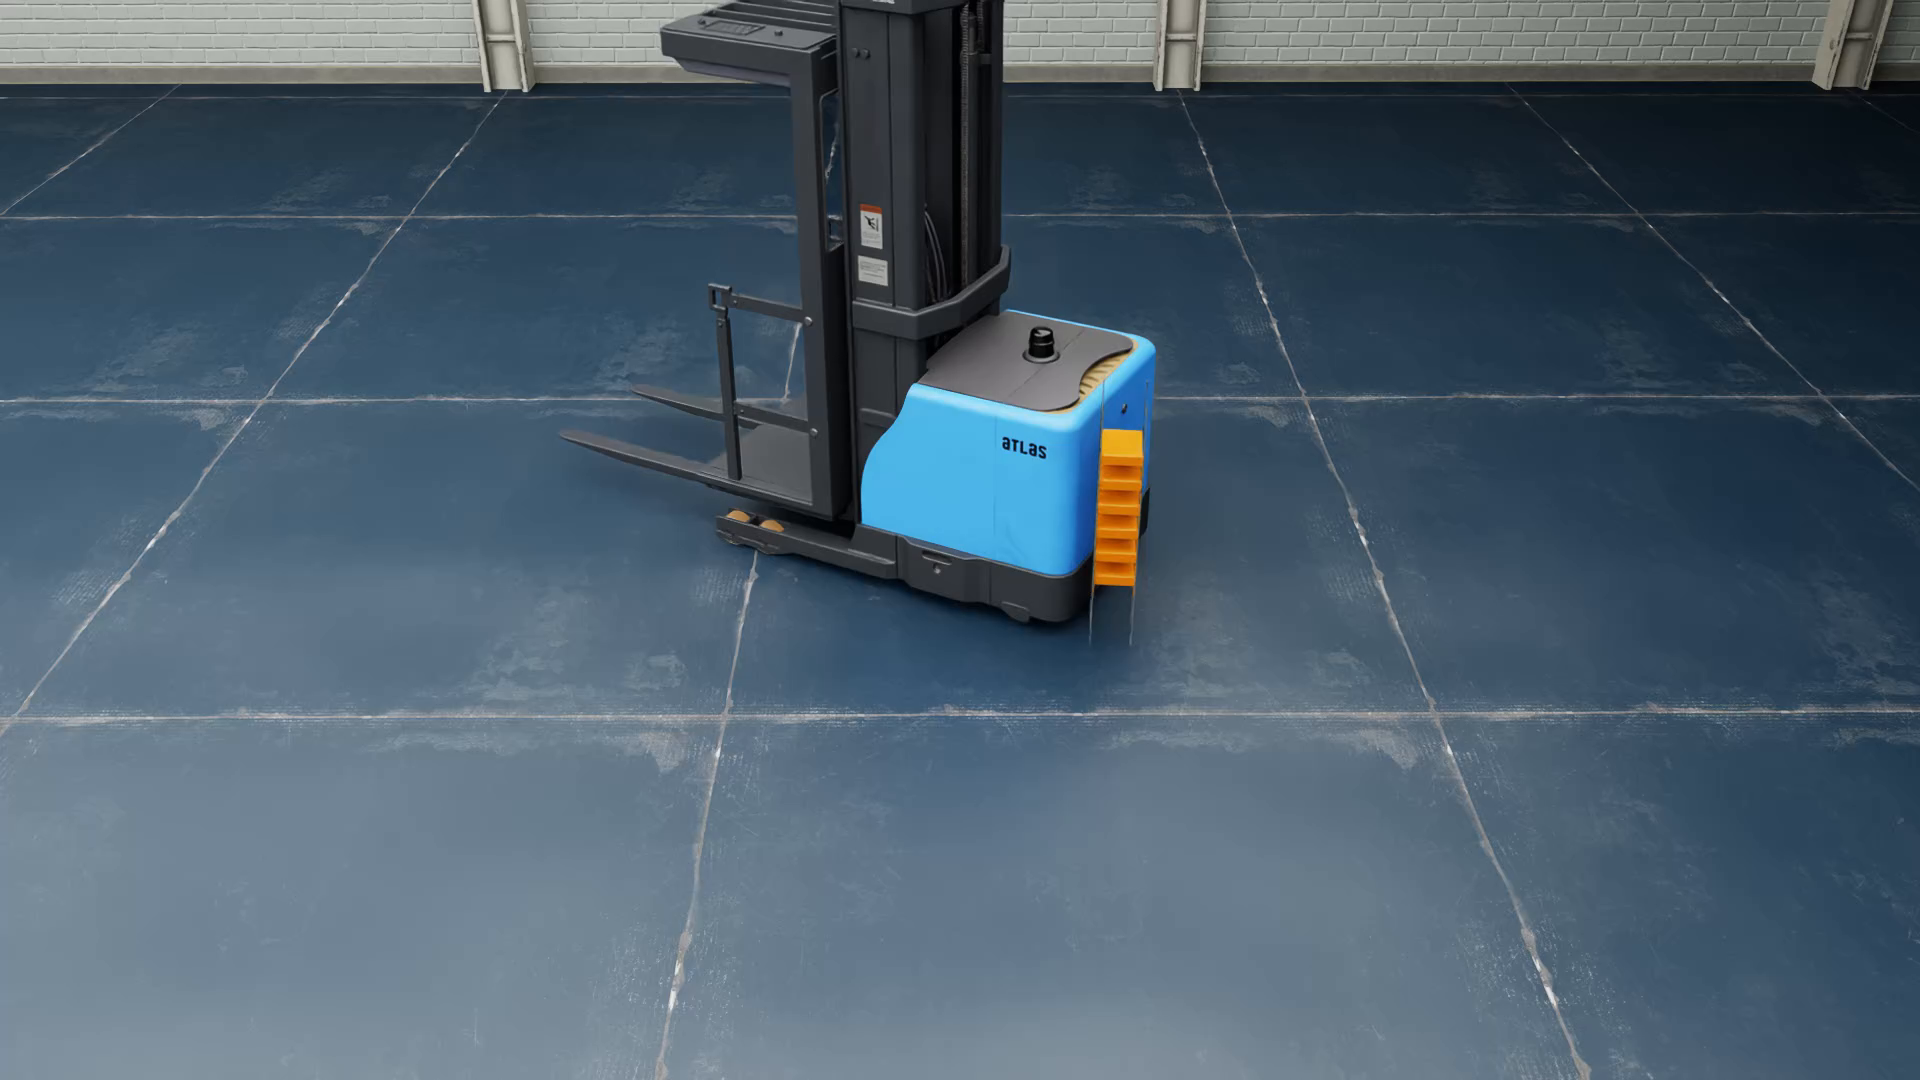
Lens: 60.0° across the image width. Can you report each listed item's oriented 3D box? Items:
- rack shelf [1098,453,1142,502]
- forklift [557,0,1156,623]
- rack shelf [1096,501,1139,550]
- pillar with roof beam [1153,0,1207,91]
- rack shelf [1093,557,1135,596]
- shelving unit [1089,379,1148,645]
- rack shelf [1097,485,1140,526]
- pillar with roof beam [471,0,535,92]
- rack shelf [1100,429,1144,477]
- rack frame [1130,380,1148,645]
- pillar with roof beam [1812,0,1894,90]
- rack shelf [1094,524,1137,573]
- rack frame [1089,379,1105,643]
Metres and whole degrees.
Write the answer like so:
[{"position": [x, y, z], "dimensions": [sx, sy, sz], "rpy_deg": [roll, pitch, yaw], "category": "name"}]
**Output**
[{"position": [0.690, -0.274, 7.166], "dimensions": [0.180, 0.103, 0.258], "rpy_deg": [3, 31, 4], "category": "rack shelf"}, {"position": [-0.623, -1.407, 7.744], "dimensions": [3.031, 2.935, 1.130], "rpy_deg": [15, 34, 23], "category": "forklift"}, {"position": [0.689, -0.068, 7.291], "dimensions": [0.180, 0.103, 0.258], "rpy_deg": [3, 31, 4], "category": "rack shelf"}, {"position": [1.977, -5.713, 8.990], "dimensions": [0.400, 9.000, 9.100], "rpy_deg": [0, 31, 0], "category": "pillar with roof beam"}, {"position": [0.688, 0.137, 7.415], "dimensions": [0.180, 0.103, 0.258], "rpy_deg": [3, 31, 4], "category": "rack shelf"}, {"position": [0.689, -0.106, 7.268], "dimensions": [0.189, 1.200, 0.258], "rpy_deg": [3, 31, 4], "category": "shelving unit"}, {"position": [0.690, -0.171, 7.228], "dimensions": [0.180, 0.103, 0.258], "rpy_deg": [3, 31, 4], "category": "rack shelf"}, {"position": [-4.023, -5.694, 8.960], "dimensions": [0.400, 9.000, 9.100], "rpy_deg": [0, 31, 0], "category": "pillar with roof beam"}, {"position": [0.691, -0.376, 7.104], "dimensions": [0.180, 0.103, 0.258], "rpy_deg": [3, 31, 4], "category": "rack shelf"}, {"position": [0.780, -0.102, 7.261], "dimensions": [0.006, 1.200, 0.240], "rpy_deg": [3, 31, 4], "category": "rack frame"}, {"position": [7.977, -5.732, 9.021], "dimensions": [0.400, 9.000, 9.100], "rpy_deg": [0, 31, 0], "category": "pillar with roof beam"}, {"position": [0.688, 0.034, 7.353], "dimensions": [0.180, 0.103, 0.258], "rpy_deg": [3, 31, 4], "category": "rack shelf"}, {"position": [0.598, -0.111, 7.274], "dimensions": [0.006, 1.200, 0.240], "rpy_deg": [3, 31, 4], "category": "rack frame"}]
